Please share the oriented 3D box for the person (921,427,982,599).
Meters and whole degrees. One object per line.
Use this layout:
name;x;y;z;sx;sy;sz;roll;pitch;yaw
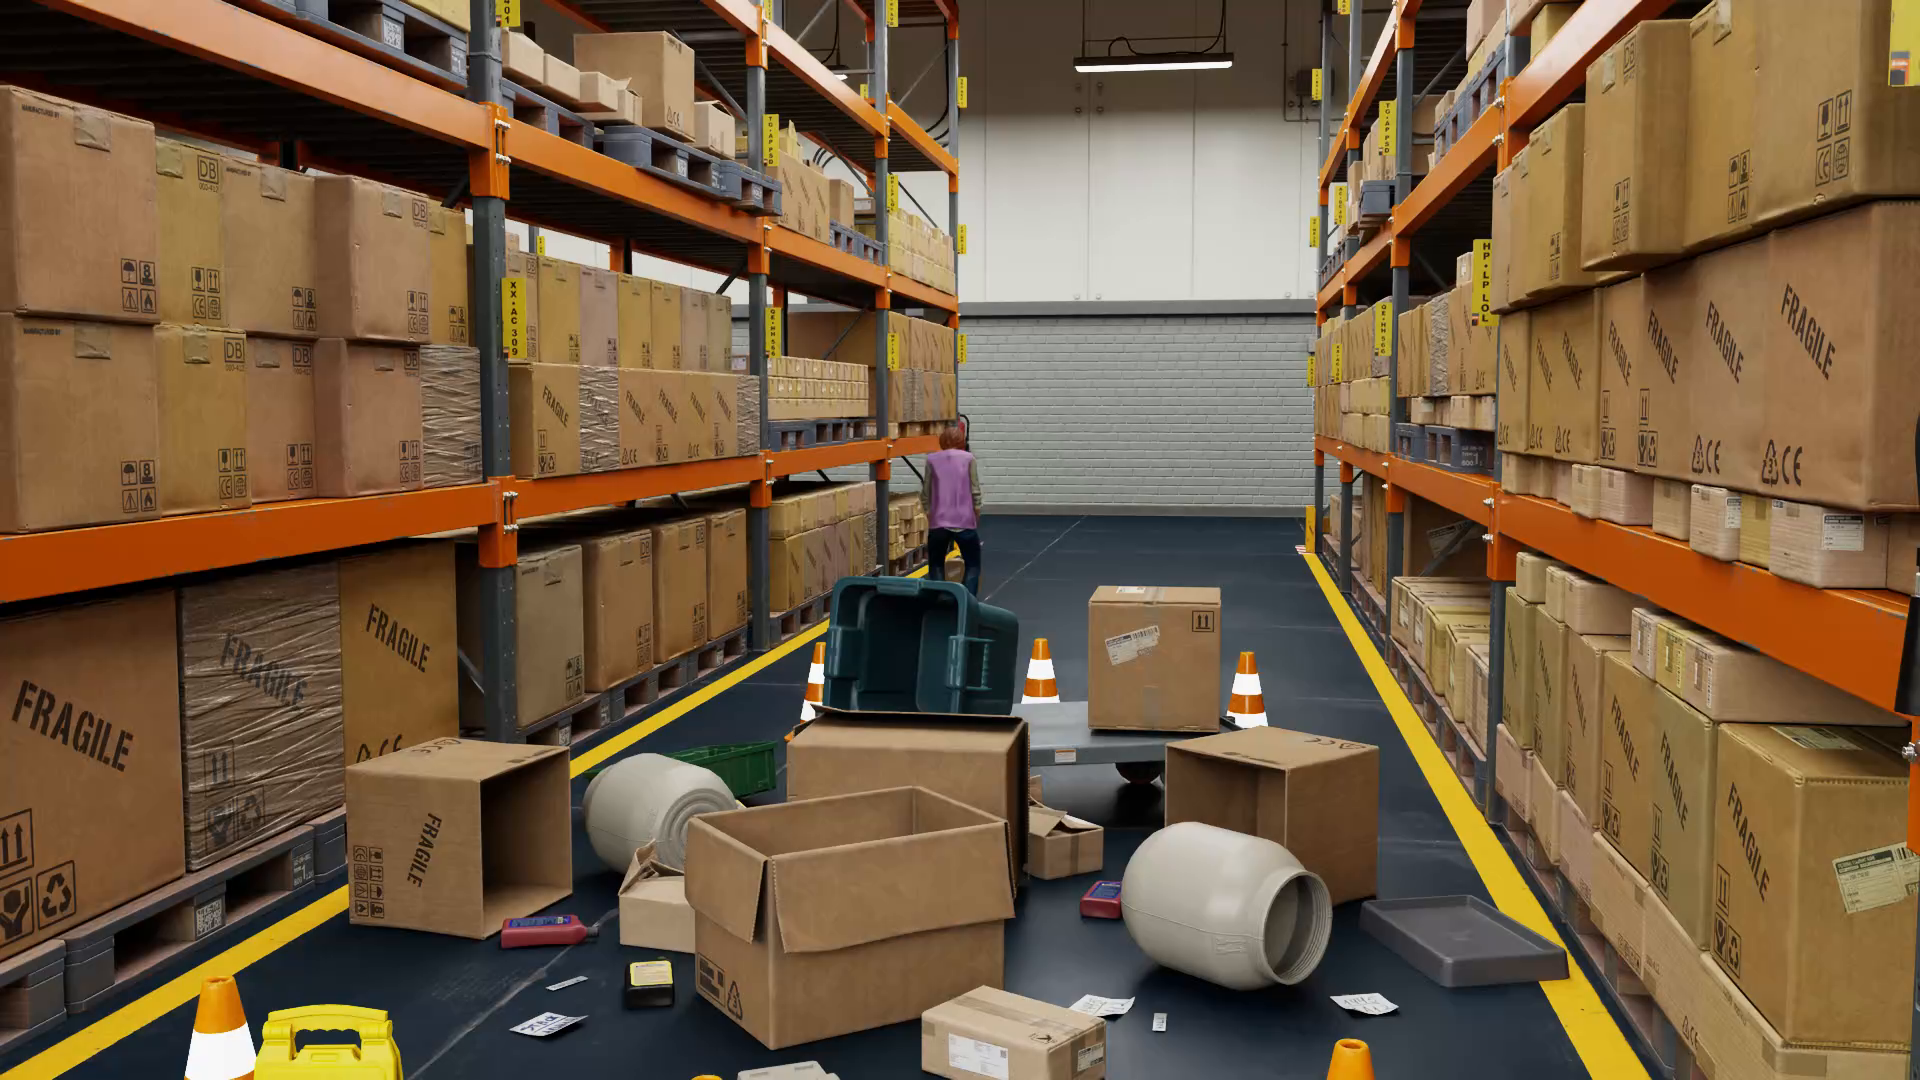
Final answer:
person;-0.072;-0.090;12.104;0.451;1.464;0.518;1;5;9
